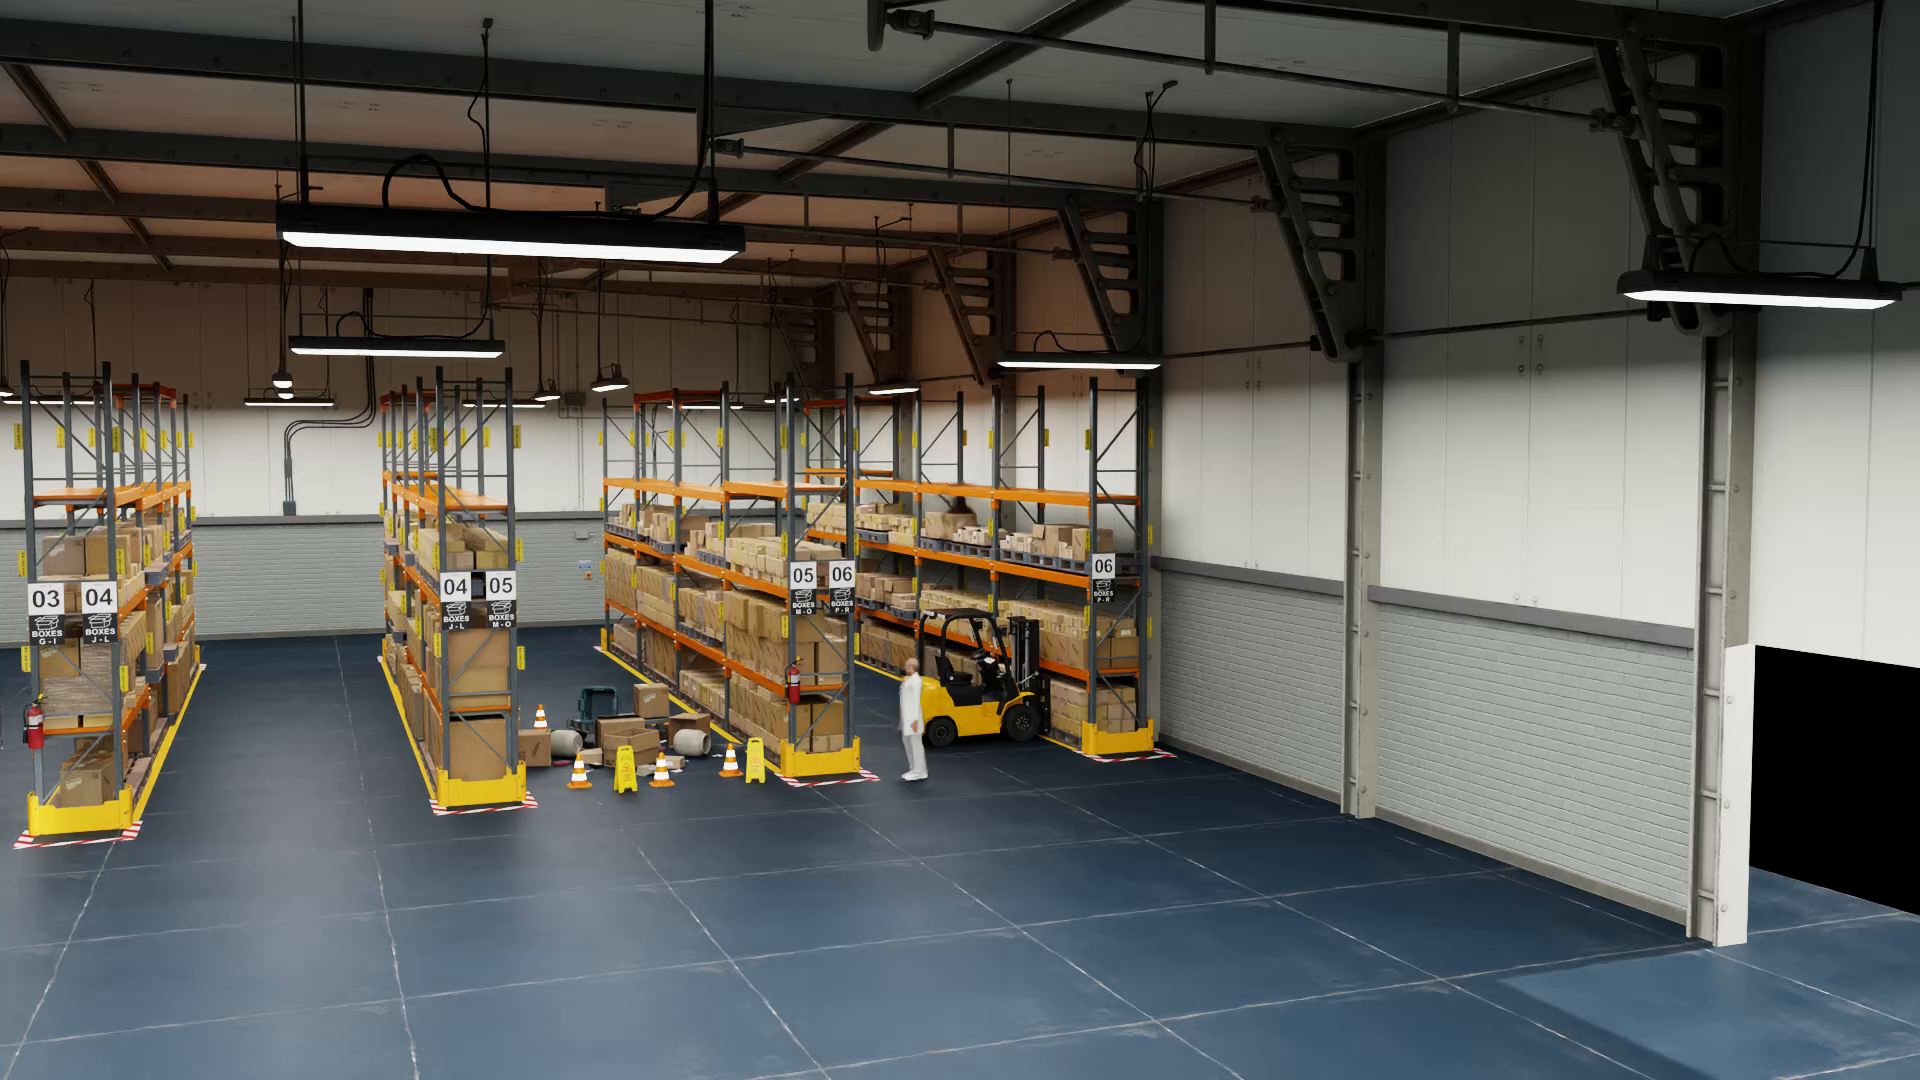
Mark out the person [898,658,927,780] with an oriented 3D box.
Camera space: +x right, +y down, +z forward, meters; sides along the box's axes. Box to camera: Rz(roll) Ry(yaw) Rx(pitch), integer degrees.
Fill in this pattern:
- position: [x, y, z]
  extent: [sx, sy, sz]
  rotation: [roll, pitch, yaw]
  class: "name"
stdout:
- position: [-0.702, 2.645, 24.519]
  extent: [0.410, 1.825, 0.683]
  rotation: [-1, 4, -12]
  class: "person"
